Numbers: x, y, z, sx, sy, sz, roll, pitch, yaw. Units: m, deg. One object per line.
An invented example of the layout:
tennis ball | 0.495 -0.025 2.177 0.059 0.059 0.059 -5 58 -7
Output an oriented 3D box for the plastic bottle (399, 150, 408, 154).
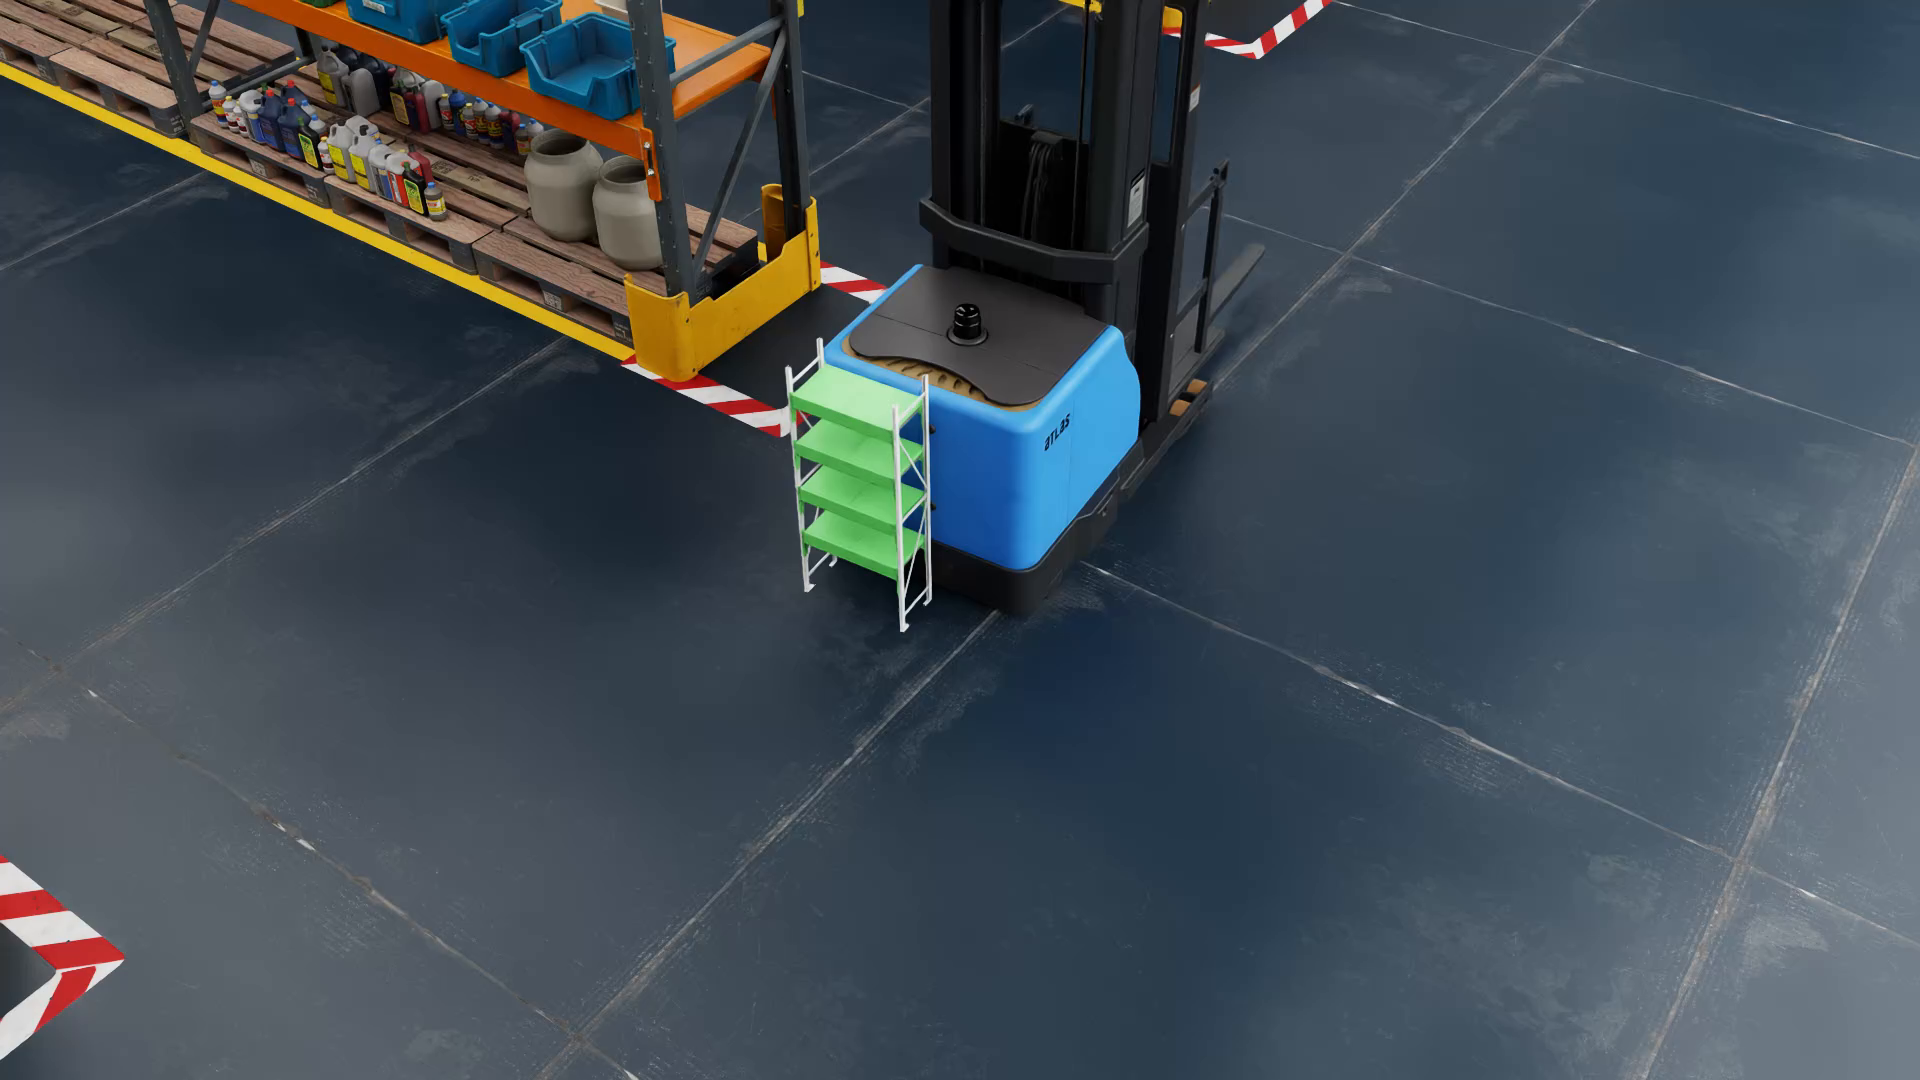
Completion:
plastic bottle | -3.121 -2.100 9.364 0.097 0.201 0.097 0 42 0

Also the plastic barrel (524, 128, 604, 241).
plastic barrel | -2.110 -1.907 8.931 0.421 0.512 0.421 0 42 0

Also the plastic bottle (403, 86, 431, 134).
plastic bottle | -3.208 -2.549 9.805 0.133 0.283 0.061 25 48 25

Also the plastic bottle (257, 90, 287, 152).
plastic bottle | -3.970 -2.448 9.641 0.185 0.351 0.144 26 48 26

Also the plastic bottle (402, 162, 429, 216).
plastic bottle | -2.979 -1.926 9.108 0.133 0.283 0.061 26 48 26

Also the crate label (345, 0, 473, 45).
crate label | -2.780 -2.845 8.402 0.616 0.435 0.502 25 48 25

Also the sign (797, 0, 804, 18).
sign | -0.798 -2.677 8.033 0.005 0.325 0.100 25 48 25

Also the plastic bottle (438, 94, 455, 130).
plastic bottle | -3.035 -2.547 9.864 0.097 0.201 0.097 0 42 0

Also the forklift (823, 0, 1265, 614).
forklift | 0.591 -1.748 7.254 1.130 2.935 3.031 21 46 22

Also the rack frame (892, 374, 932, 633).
rack frame | -0.189 -0.122 6.735 0.015 1.200 0.240 21 46 22

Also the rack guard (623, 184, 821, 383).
rack guard | -1.207 -1.347 8.629 0.348 0.500 1.175 25 48 25

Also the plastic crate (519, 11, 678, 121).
plastic crate | -1.699 -2.248 7.873 0.616 0.251 0.499 25 48 25

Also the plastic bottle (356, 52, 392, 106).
plastic bottle | -3.542 -2.821 10.058 0.185 0.351 0.144 23 47 23

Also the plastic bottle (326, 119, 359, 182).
plastic bottle | -3.467 -2.213 9.378 0.185 0.351 0.144 25 47 25

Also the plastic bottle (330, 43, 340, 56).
plastic bottle | -3.809 -2.954 10.258 0.133 0.283 0.061 27 49 27

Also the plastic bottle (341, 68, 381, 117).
plastic bottle | -3.607 -2.702 9.982 0.135 0.276 0.152 25 48 25

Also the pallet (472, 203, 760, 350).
pallet | -1.869 -1.553 9.076 1.213 0.211 1.003 25 48 25

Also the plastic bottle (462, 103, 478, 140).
plastic bottle | -2.866 -2.468 9.776 0.097 0.201 0.097 0 42 0

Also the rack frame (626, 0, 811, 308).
rack frame | -1.117 -2.275 7.792 0.127 3.000 1.000 25 48 25

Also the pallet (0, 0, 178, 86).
pallet | -6.060 -3.514 11.267 1.213 0.211 1.003 25 48 25

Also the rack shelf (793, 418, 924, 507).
rack shelf | -0.400 -0.335 6.708 0.480 0.148 0.258 21 46 22

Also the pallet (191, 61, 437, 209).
pallet | -3.866 -2.488 10.120 1.213 0.211 1.003 25 48 25

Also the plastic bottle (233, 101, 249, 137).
plastic bottle | -4.217 -2.489 9.799 0.097 0.201 0.097 0 42 0

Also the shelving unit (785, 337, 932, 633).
shelving unit | -0.400 -0.204 6.826 0.503 1.200 0.258 21 46 22

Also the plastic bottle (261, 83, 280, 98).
plastic bottle | -4.042 -2.547 9.802 0.133 0.283 0.061 25 48 25

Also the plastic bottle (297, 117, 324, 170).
plastic bottle | -3.704 -2.265 9.487 0.133 0.283 0.061 27 48 27

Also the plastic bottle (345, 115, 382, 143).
plastic bottle | -3.403 -2.276 9.505 0.135 0.276 0.152 25 48 25

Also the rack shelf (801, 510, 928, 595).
rack shelf | -0.400 0.022 7.029 0.480 0.148 0.258 21 46 22

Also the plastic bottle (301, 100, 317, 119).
plastic bottle | -3.782 -2.429 9.679 0.097 0.271 0.097 0 42 0

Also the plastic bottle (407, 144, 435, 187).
plastic bottle | -3.003 -2.061 9.259 0.133 0.283 0.061 25 48 25

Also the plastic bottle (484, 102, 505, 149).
plastic bottle | -2.703 -2.418 9.667 0.097 0.271 0.097 0 42 0

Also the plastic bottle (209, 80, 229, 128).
plastic bottle | -4.383 -2.593 9.862 0.097 0.271 0.097 0 42 0

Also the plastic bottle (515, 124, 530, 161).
plastic bottle | -2.508 -2.300 9.588 0.097 0.201 0.097 0 42 0

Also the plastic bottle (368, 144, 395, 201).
plastic bottle | -3.177 -2.053 9.255 0.135 0.276 0.152 24 47 24

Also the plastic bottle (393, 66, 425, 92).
plastic bottle | -3.278 -2.697 9.920 0.185 0.351 0.144 25 47 25
